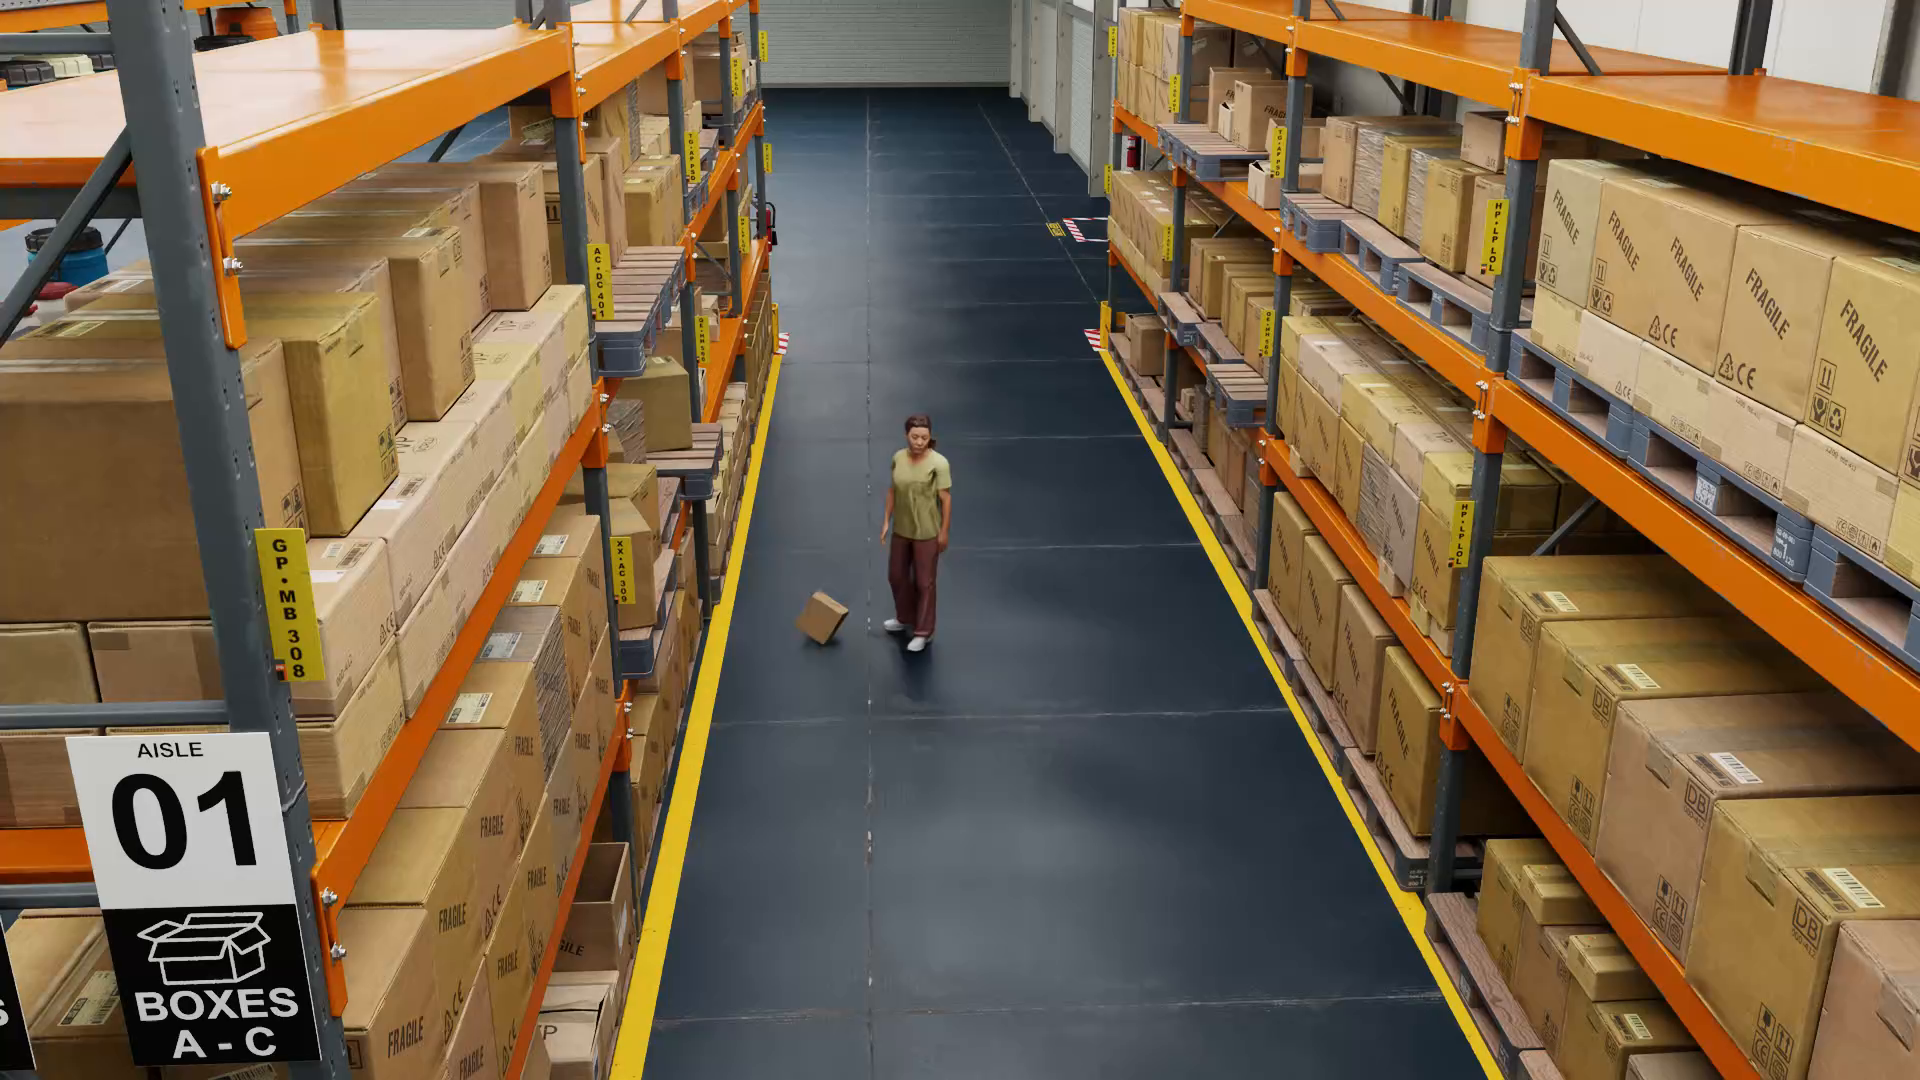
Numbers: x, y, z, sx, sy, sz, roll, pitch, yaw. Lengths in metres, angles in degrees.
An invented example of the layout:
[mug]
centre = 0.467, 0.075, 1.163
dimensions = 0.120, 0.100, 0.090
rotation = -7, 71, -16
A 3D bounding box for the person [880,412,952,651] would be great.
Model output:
[person]
centre = -0.327, -0.078, 11.240
dimensions = 0.614, 1.669, 0.389
rotation = 13, 24, 31
